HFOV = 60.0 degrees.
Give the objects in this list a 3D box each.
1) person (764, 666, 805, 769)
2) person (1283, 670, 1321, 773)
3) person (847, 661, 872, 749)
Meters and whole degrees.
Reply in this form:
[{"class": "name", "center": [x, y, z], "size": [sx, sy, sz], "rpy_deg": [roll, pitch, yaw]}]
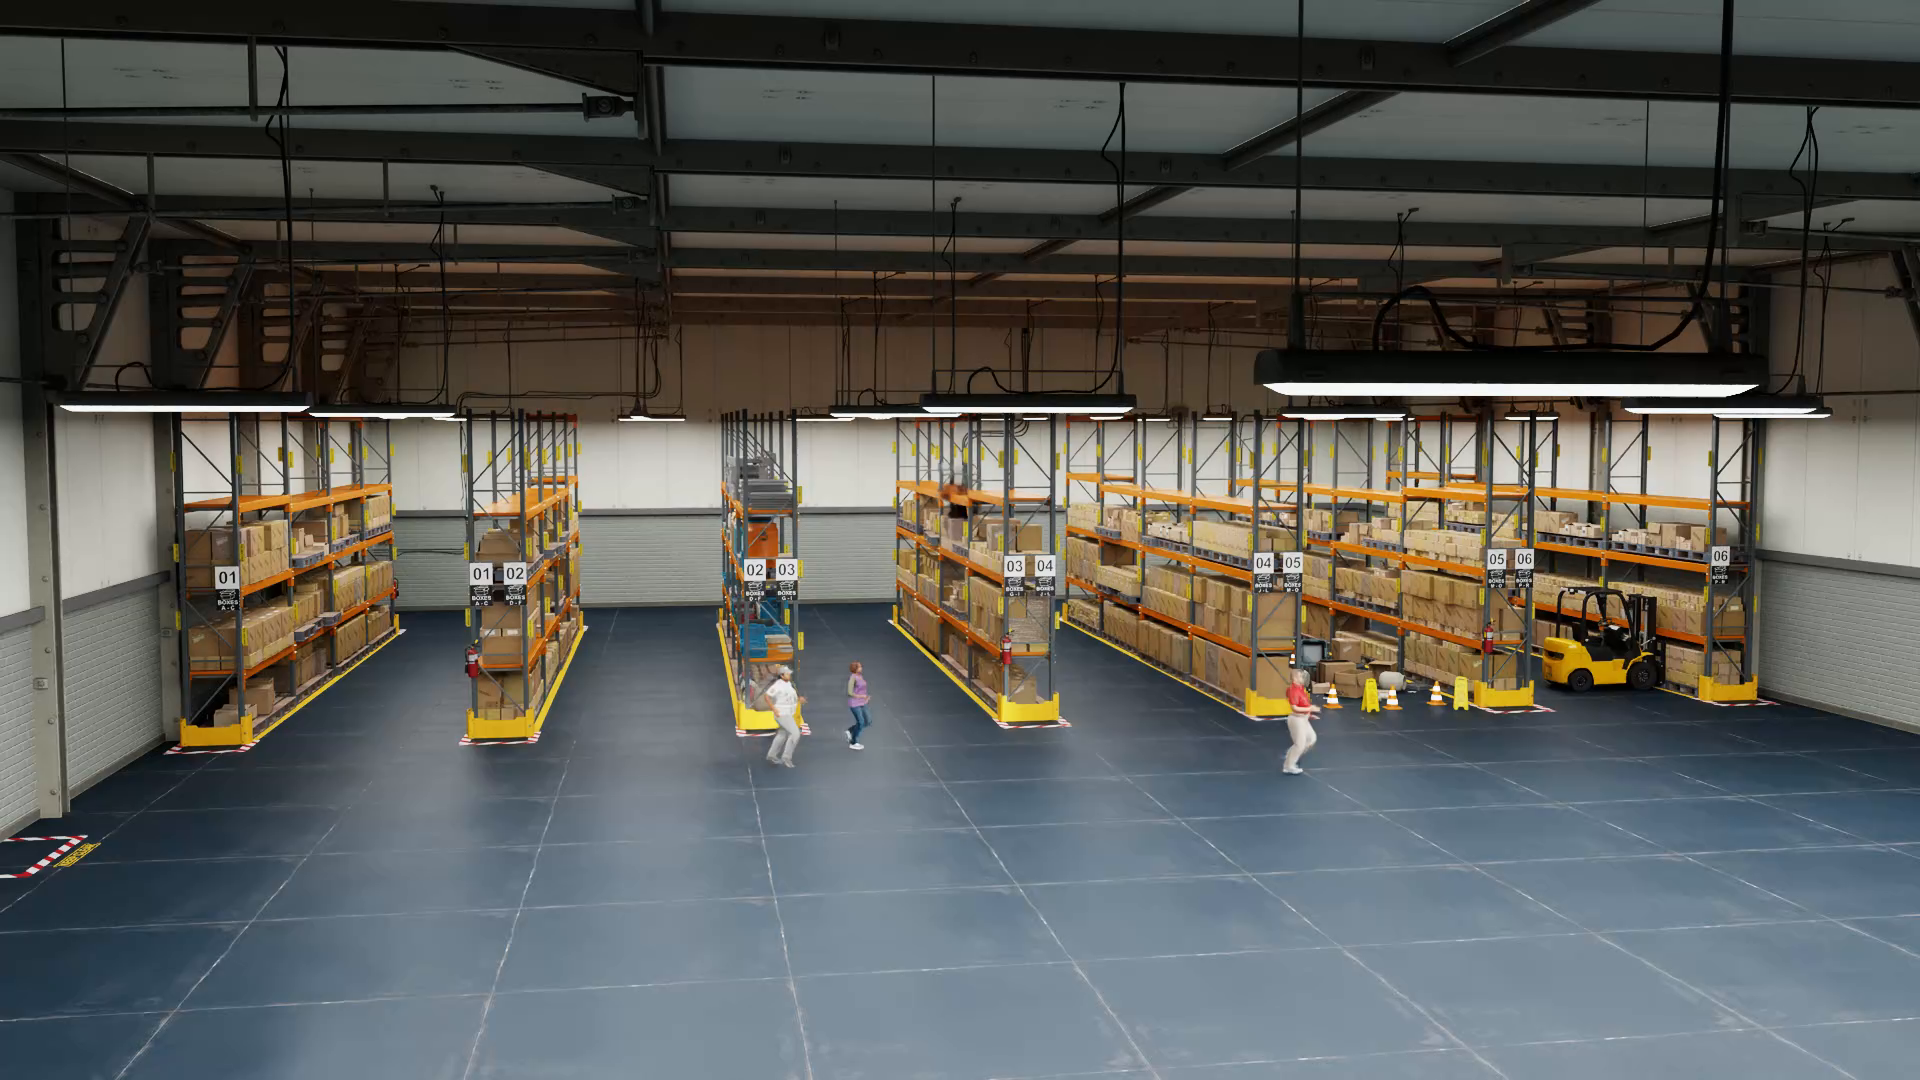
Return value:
[{"class": "person", "center": [-2.925, 2.964, 27.780], "size": [0.716, 1.712, 0.574], "rpy_deg": [1, 4, 11]}, {"class": "person", "center": [5.595, 2.979, 27.192], "size": [0.621, 1.708, 0.648], "rpy_deg": [1, 4, 19]}, {"class": "person", "center": [-1.777, 2.902, 29.251], "size": [0.549, 1.553, 0.529], "rpy_deg": [2, 4, 22]}]
